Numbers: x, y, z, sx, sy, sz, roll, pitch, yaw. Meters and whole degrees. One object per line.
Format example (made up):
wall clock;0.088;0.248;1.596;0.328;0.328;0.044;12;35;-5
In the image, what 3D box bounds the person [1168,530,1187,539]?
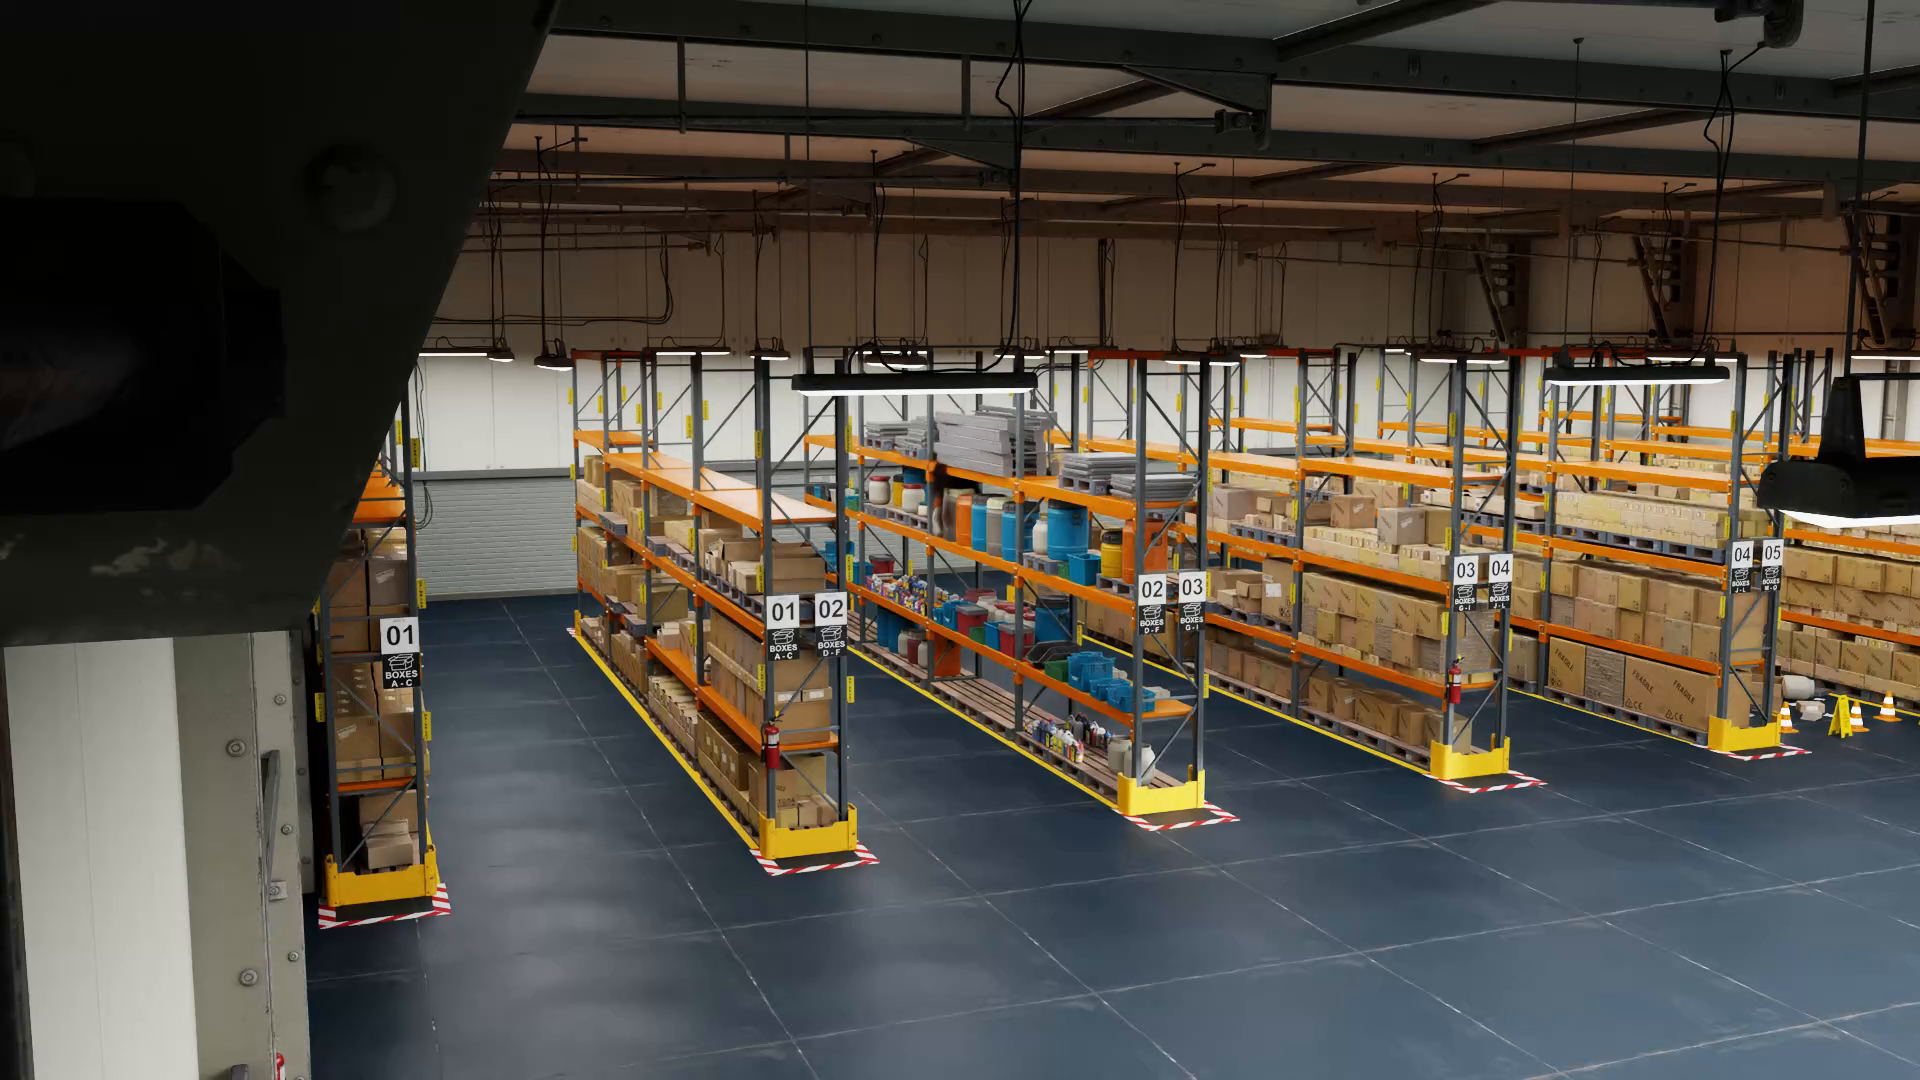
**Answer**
person;5.661;0.168;43.565;0.580;1.561;0.621;4;8;28
